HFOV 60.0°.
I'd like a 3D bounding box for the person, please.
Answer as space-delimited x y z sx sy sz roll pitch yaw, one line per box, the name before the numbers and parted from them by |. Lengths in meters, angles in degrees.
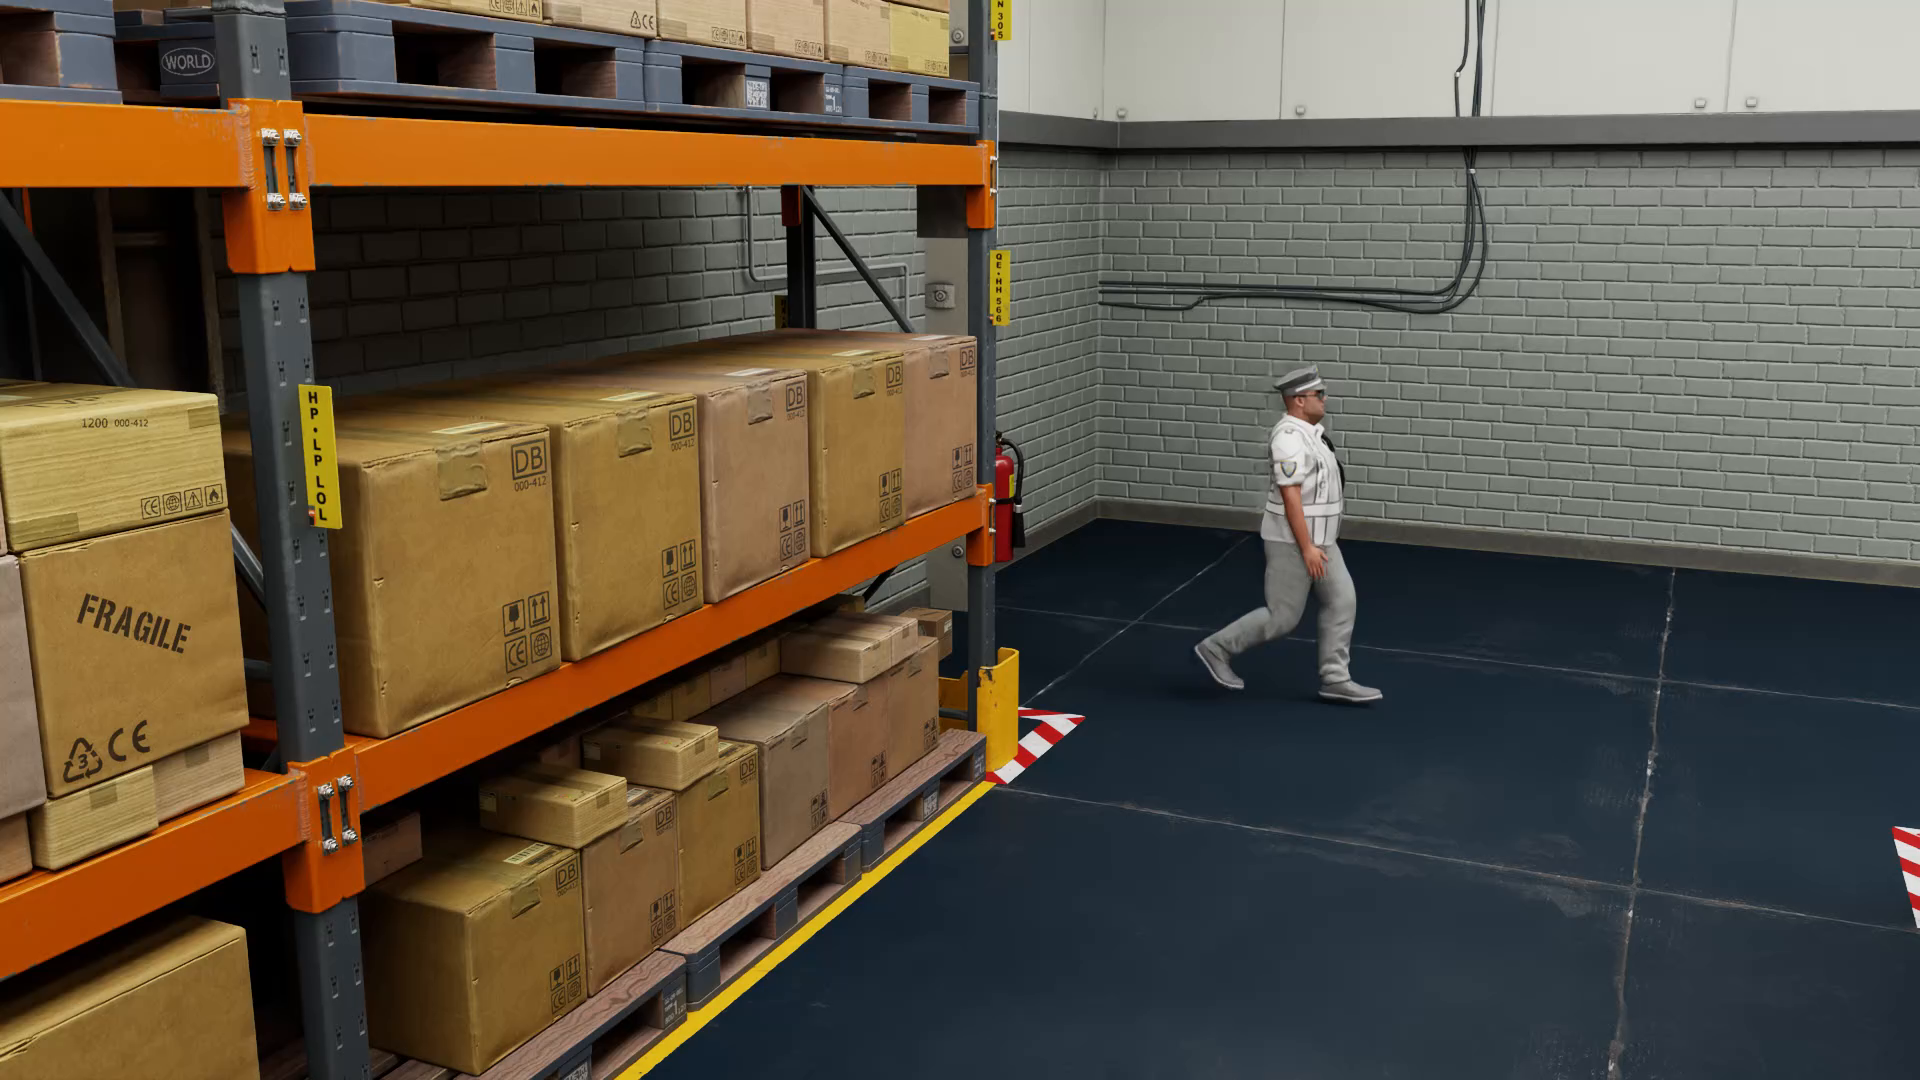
person | 1.707 -0.032 8.495 0.951 1.726 0.529 6 13 25
